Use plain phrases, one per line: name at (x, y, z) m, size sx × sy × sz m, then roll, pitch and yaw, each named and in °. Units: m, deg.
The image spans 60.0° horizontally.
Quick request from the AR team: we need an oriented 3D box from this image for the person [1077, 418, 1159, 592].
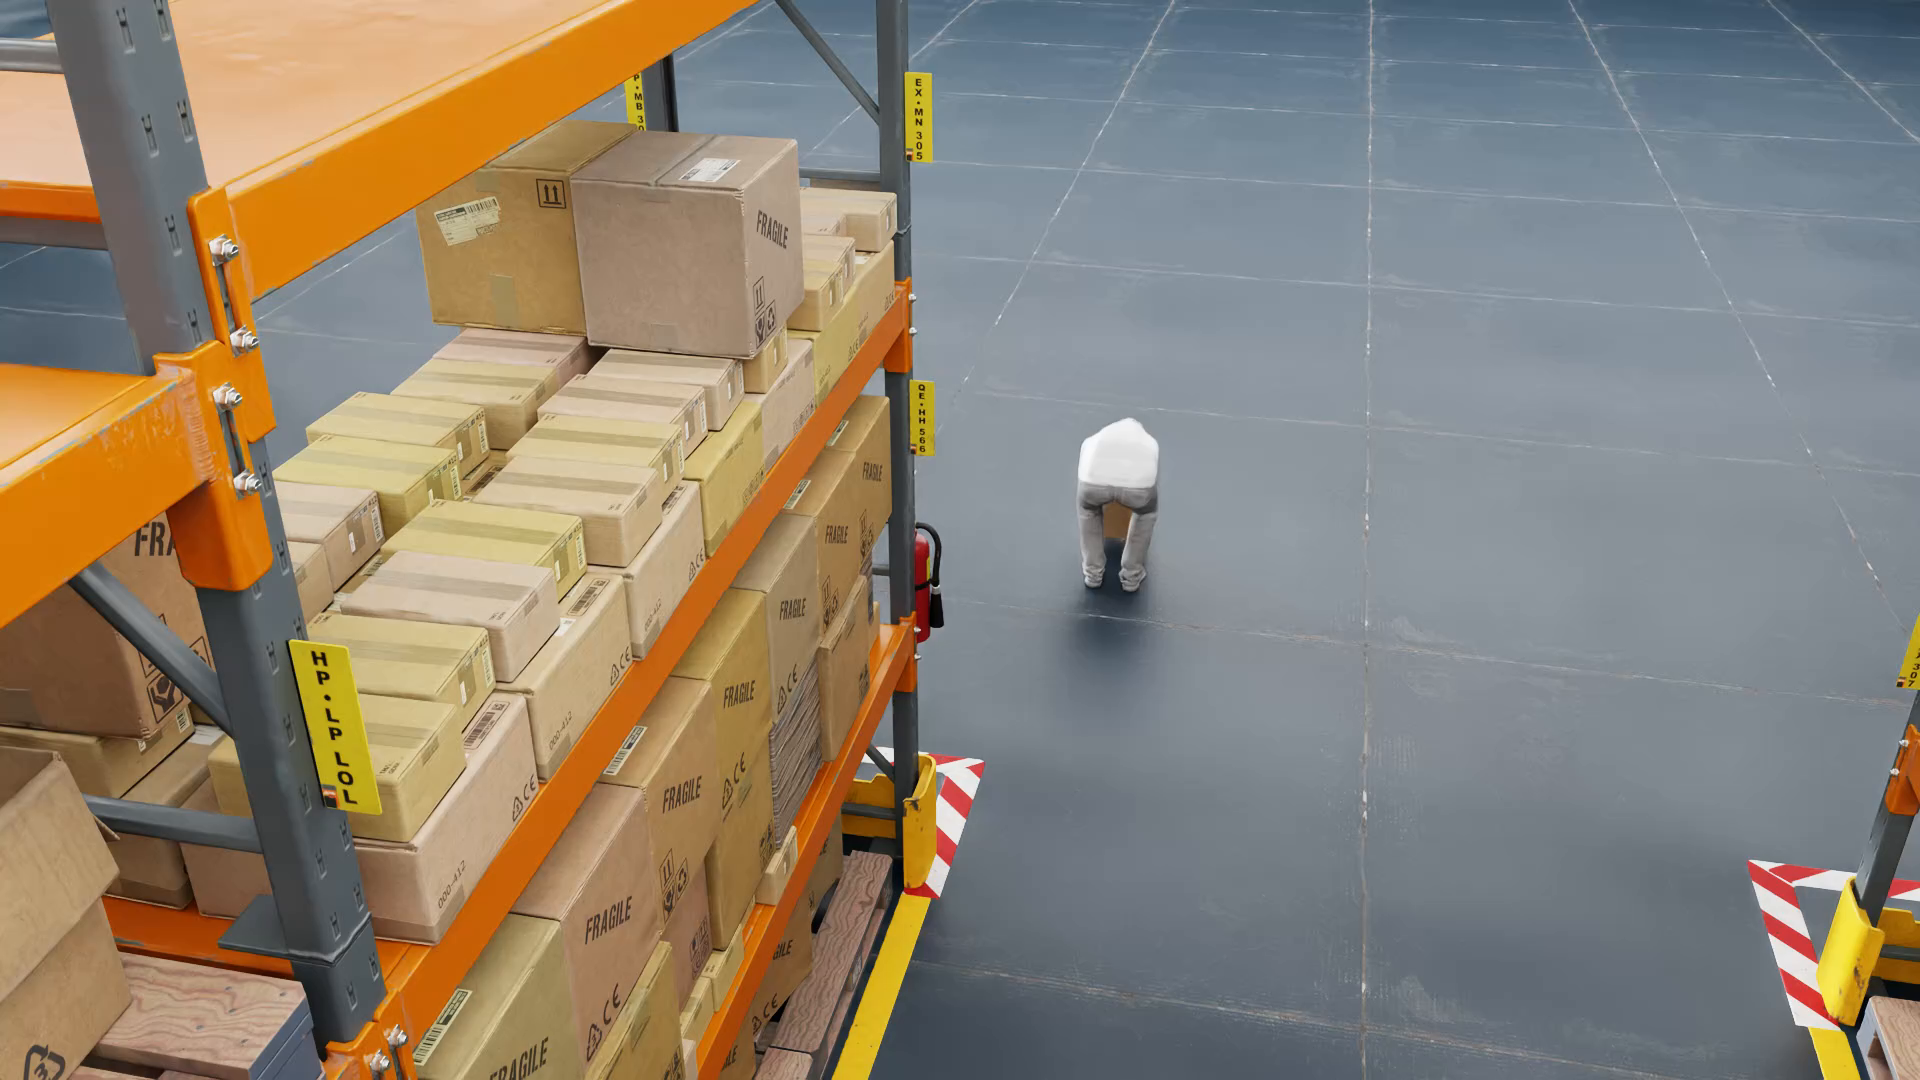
person at (0.945, -0.279, 9.897) m, size 0.482 × 1.013 × 0.999 m, roll 4°, pitch 29°, yaw 8°
